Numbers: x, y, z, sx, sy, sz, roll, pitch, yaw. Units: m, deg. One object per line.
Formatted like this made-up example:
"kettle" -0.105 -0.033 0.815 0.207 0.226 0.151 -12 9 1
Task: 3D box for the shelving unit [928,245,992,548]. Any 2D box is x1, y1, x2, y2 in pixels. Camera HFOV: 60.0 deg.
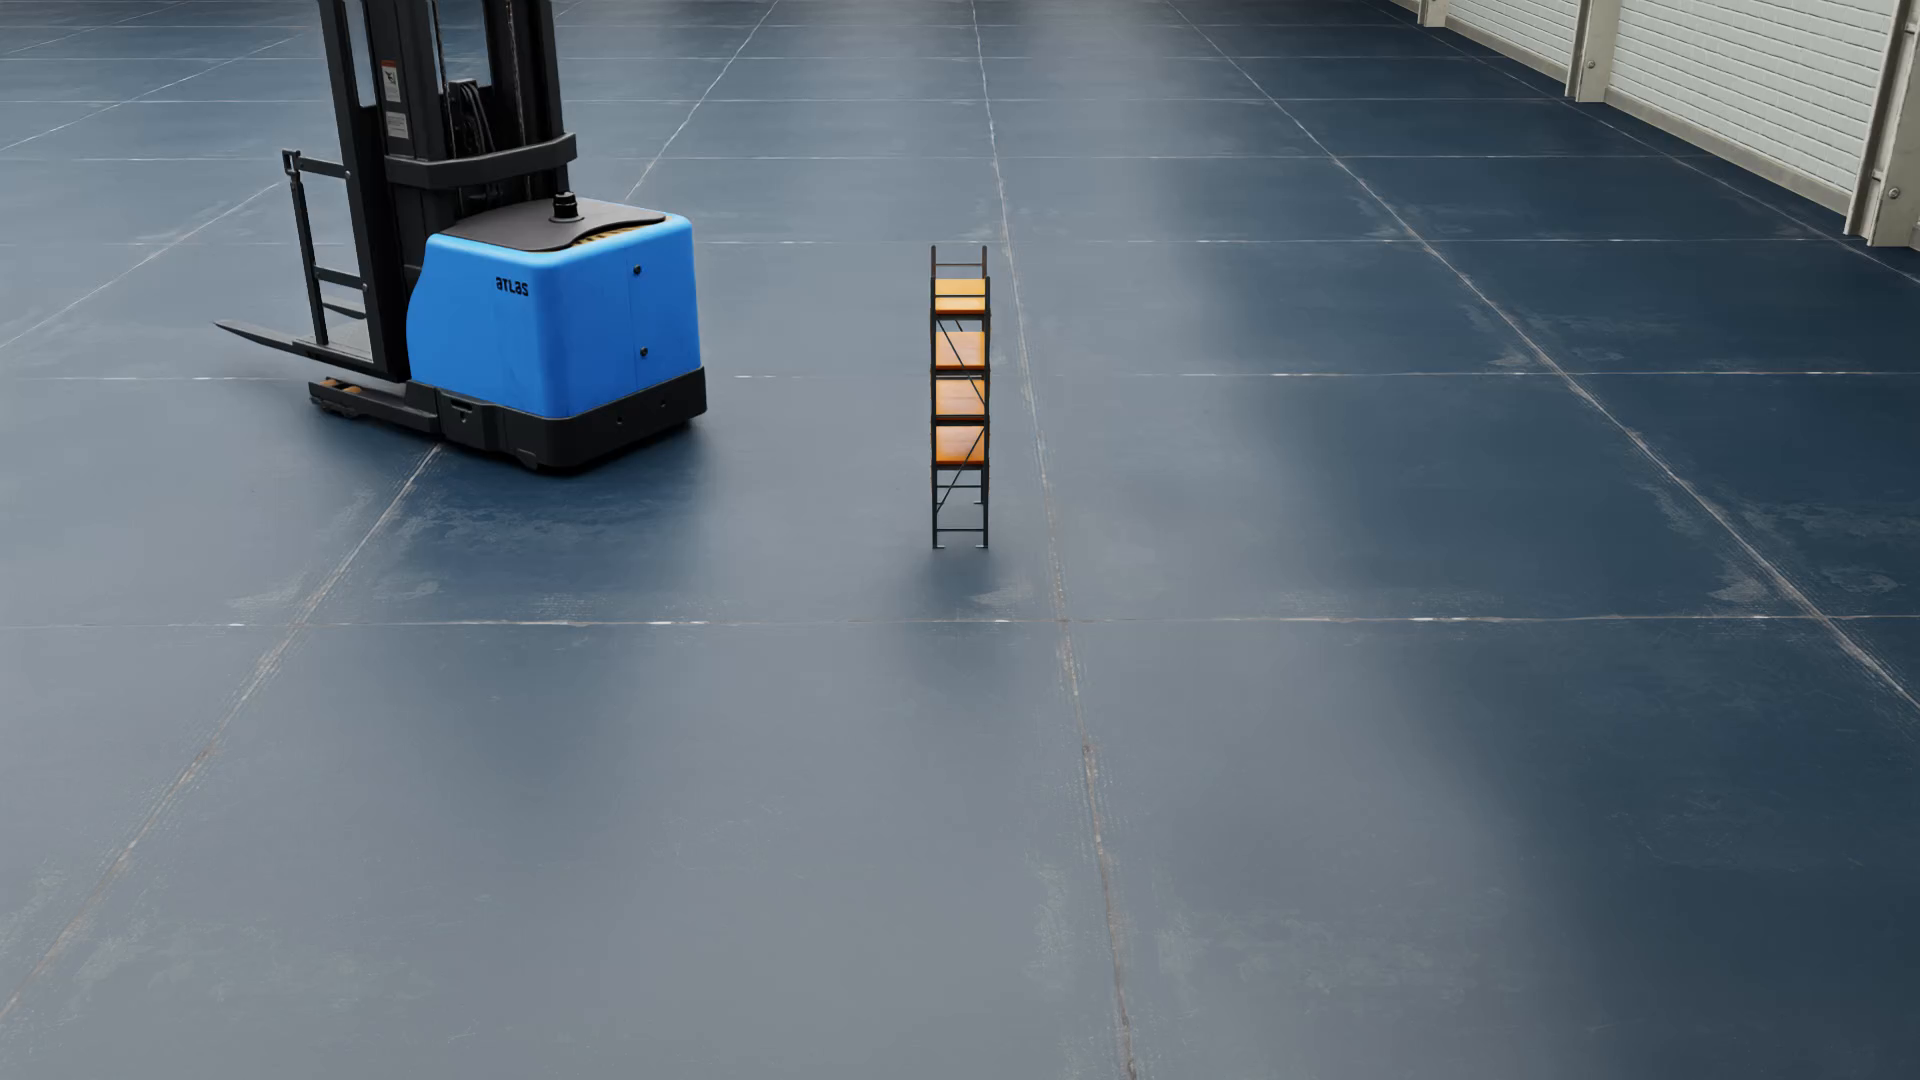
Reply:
"shelving unit" -0.002 -0.615 7.154 0.258 1.200 0.503 0 24 -1

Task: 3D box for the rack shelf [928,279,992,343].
"rack shelf" -0.002 -0.973 6.992 0.258 0.148 0.480 0 24 -1

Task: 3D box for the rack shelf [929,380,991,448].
"rack shelf" -0.002 -0.554 7.181 0.258 0.148 0.480 0 24 -1

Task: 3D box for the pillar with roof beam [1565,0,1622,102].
"pillar with roof beam" 2.294 -8.737 15.647 9.100 9.000 0.400 0 24 -1

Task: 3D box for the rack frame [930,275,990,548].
"rack frame" 0.001 -0.514 6.931 0.240 1.200 0.015 0 24 -1

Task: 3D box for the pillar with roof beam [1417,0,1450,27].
"pillar with roof beam" 2.229 -11.209 21.113 9.100 9.000 0.400 0 24 -1

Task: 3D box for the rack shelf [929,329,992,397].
"rack shelf" -0.002 -0.757 7.089 0.258 0.148 0.480 0 24 -1

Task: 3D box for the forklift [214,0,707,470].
"forklift" -2.802 -2.127 8.396 3.031 2.935 1.130 16 29 31

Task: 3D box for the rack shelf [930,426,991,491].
"rack shelf" -0.002 -0.373 7.263 0.258 0.148 0.480 0 24 -1

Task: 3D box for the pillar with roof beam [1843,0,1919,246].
"pillar with roof beam" 2.360 -6.264 10.180 9.100 9.000 0.400 0 24 -1

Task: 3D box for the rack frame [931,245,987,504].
"rack frame" -0.004 -0.715 7.376 0.240 1.200 0.015 0 24 -1
